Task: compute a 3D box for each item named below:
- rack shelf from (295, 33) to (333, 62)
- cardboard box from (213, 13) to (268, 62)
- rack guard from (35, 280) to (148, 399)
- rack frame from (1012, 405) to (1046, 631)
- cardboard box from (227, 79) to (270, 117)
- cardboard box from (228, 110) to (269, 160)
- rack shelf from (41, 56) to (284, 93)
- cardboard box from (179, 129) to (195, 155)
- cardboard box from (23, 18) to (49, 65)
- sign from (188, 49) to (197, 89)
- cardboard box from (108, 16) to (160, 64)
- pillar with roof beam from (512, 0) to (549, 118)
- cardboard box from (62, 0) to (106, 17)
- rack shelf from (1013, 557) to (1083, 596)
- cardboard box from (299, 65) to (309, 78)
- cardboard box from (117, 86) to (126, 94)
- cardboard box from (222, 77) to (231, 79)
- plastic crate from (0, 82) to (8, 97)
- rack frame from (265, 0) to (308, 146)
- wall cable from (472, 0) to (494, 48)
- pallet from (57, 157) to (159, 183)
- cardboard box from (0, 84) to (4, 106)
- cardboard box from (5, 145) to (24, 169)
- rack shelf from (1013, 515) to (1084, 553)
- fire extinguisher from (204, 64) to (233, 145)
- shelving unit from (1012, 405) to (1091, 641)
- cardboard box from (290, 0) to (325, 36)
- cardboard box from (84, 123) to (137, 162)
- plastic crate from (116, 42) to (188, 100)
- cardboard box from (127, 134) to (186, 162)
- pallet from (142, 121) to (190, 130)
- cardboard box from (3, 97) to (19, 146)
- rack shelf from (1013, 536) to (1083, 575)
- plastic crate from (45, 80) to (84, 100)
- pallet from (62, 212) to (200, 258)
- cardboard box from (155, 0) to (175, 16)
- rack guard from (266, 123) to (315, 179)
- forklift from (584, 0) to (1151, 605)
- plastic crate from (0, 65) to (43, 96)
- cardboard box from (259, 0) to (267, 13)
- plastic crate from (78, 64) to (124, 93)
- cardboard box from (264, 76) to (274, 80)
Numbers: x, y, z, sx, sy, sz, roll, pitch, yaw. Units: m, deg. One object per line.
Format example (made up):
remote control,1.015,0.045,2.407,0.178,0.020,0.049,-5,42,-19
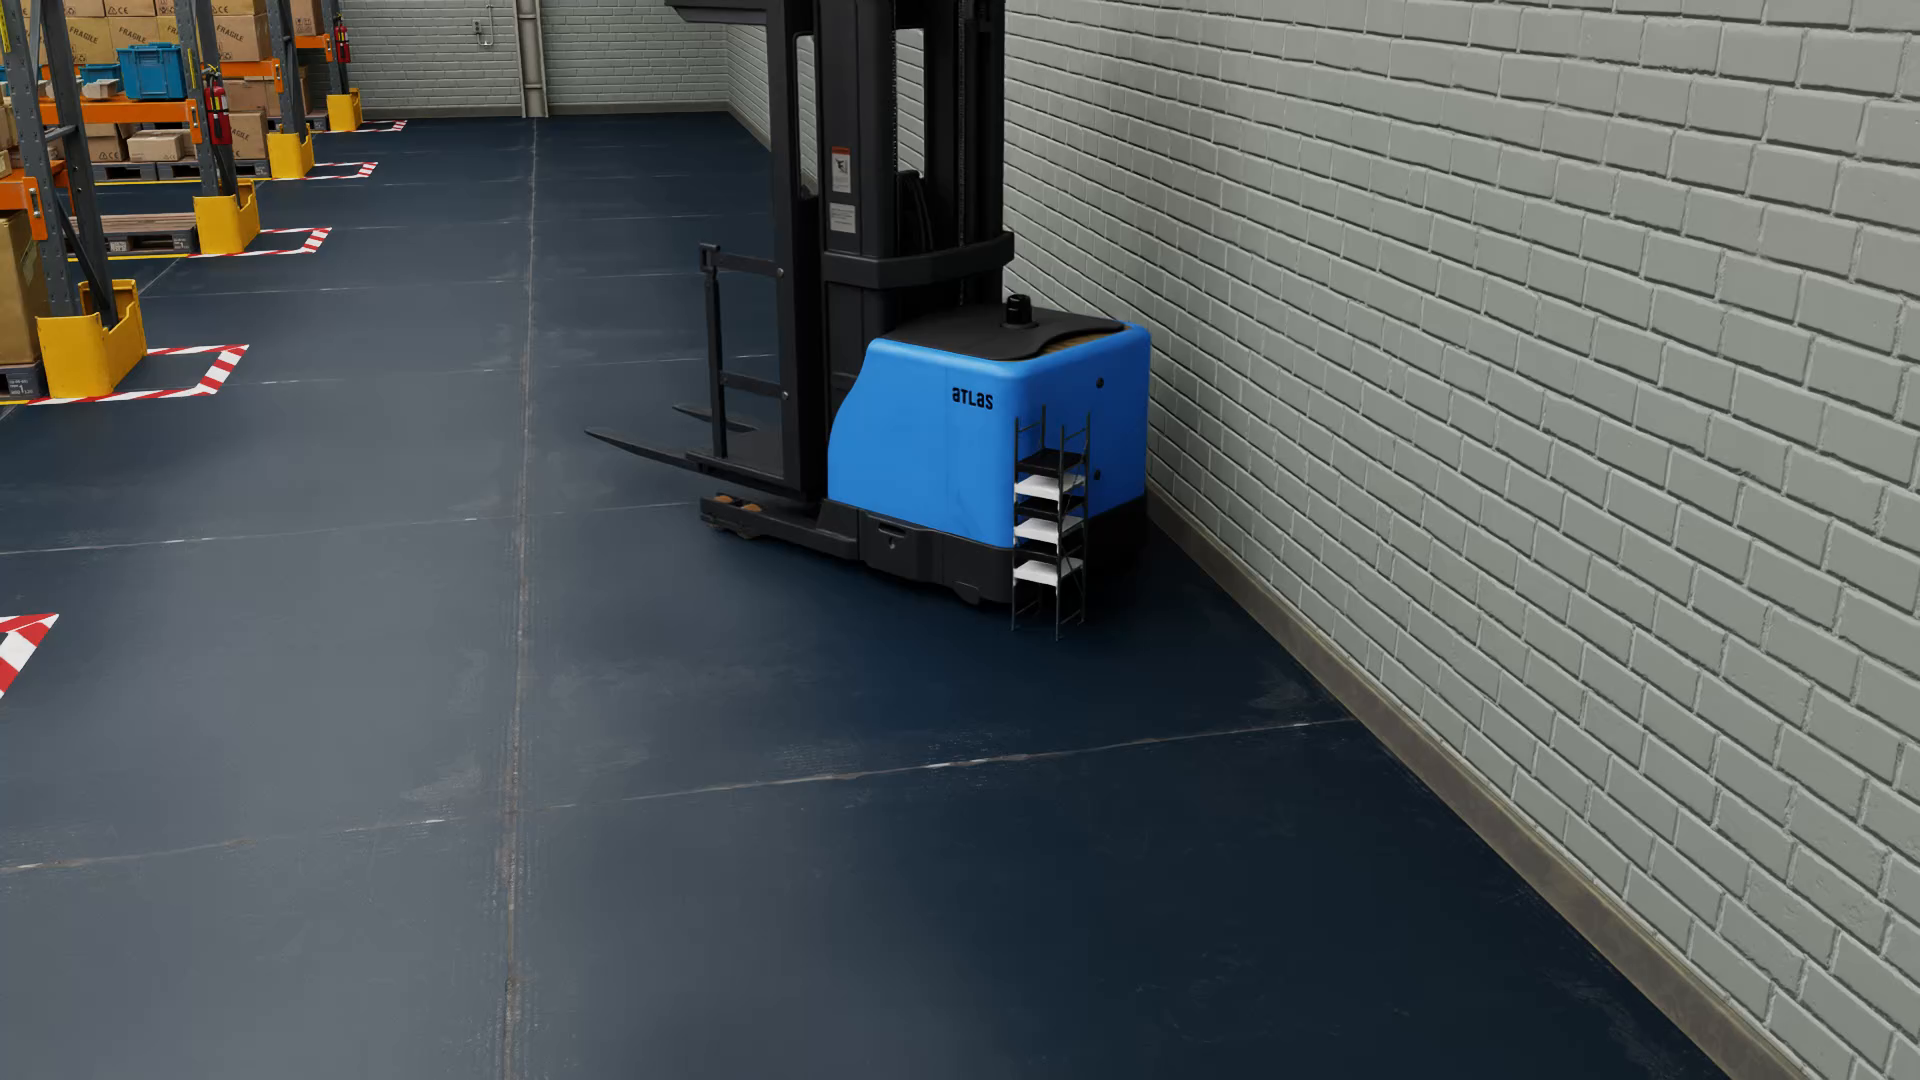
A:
rack shelf,-10.927,-6.951,23.476,4.000,0.370,1.077,-5,21,-12
cardboard box,-8.211,-5.710,18.896,0.500,0.500,0.500,-4,20,-11
rack guard,-5.538,-1.302,10.641,0.348,0.500,1.175,-5,21,-12
rack frame,0.279,-0.086,6.742,0.006,0.900,0.240,12,23,29
cardboard box,-10.126,-6.342,23.792,0.500,0.500,0.700,-5,21,-13
cardboard box,-8.310,-4.697,19.271,0.500,0.500,0.500,-5,21,-12
rack shelf,-9.784,-5.294,18.951,4.000,0.370,1.077,-5,21,-12
cardboard box,-8.919,-4.718,19.690,0.500,0.250,0.500,-5,21,-12
cardboard box,-10.187,-5.550,18.458,0.500,0.500,0.500,-5,21,-13
sign,-6.559,-4.025,14.205,0.005,0.325,0.100,-5,21,-12
cardboard box,-9.202,-5.630,18.678,0.500,0.500,0.500,-4,21,-12
pillar with roof beam,-5.562,-9.327,20.193,0.400,9.000,9.100,-5,21,-12
cardboard box,-9.702,-6.055,18.385,0.500,0.500,0.500,-4,20,-11
rack shelf,0.365,0.132,6.766,0.200,0.077,0.258,12,23,29
cardboard box,-9.564,-6.764,23.998,0.250,0.149,0.380,-5,21,-12
cardboard box,-11.633,-6.218,23.452,0.500,0.500,0.700,-5,21,-13
cardboard box,-10.548,-6.683,23.779,0.250,0.149,0.380,-4,21,-12
plastic crate,-8.288,-3.833,14.212,0.250,0.136,0.298,-5,21,-12
rack frame,-7.838,-5.790,19.259,0.127,3.000,1.000,-5,21,-12
wall cable,-7.953,-8.343,24.751,1.851,1.984,0.084,-5,21,-12
pallet,-9.872,-4.315,19.289,1.213,0.211,1.003,-5,21,-12
cardboard box,-5.975,-2.768,9.706,0.500,0.500,0.500,-4,21,-12
cardboard box,-5.983,-2.438,10.474,0.250,0.149,0.380,-4,21,-12
rack shelf,0.365,-0.037,6.704,0.200,0.077,0.258,12,23,29
fire extinguisher,-6.450,-3.780,14.427,0.183,0.674,0.296,-5,21,-12
shelving unit,0.365,-0.068,6.692,0.210,0.900,0.258,12,23,29
cardboard box,-9.475,-7.545,23.614,0.700,0.700,0.980,-4,20,-10
cardboard box,-9.903,-4.658,19.159,0.637,0.503,0.797,-5,21,-12
plastic crate,-6.984,-4.087,14.472,0.499,0.435,0.616,-5,21,-12
cardboard box,-9.241,-4.515,19.136,0.500,0.250,0.500,-5,21,-12
pallet,-10.926,-5.953,23.760,1.213,0.211,1.003,-5,21,-12
cardboard box,-6.091,-2.595,10.324,0.500,0.250,0.500,-5,21,-14
rack shelf,0.365,0.048,6.735,0.200,0.077,0.258,12,23,29
plastic crate,-7.739,-3.892,14.376,0.243,0.136,0.396,-5,21,-12
pallet,-7.513,-2.770,15.069,1.213,0.211,1.003,-5,21,-12
cardboard box,-8.699,-6.139,18.612,0.500,0.500,0.500,-4,21,-11
rack guard,-7.912,-4.610,19.673,0.348,0.500,1.175,-5,21,-12
forklift,-0.607,-1.502,7.654,3.031,2.935,1.130,16,25,37
plastic crate,-8.299,-4.067,14.713,0.300,0.233,0.416,-5,21,-12
cardboard box,-8.330,-6.359,19.215,0.500,0.500,0.500,-4,20,-11
plastic crate,-7.658,-4.119,14.856,0.300,0.233,0.416,-5,21,-12
cardboard box,-9.722,-6.616,23.594,0.250,0.149,0.380,-5,21,-13
